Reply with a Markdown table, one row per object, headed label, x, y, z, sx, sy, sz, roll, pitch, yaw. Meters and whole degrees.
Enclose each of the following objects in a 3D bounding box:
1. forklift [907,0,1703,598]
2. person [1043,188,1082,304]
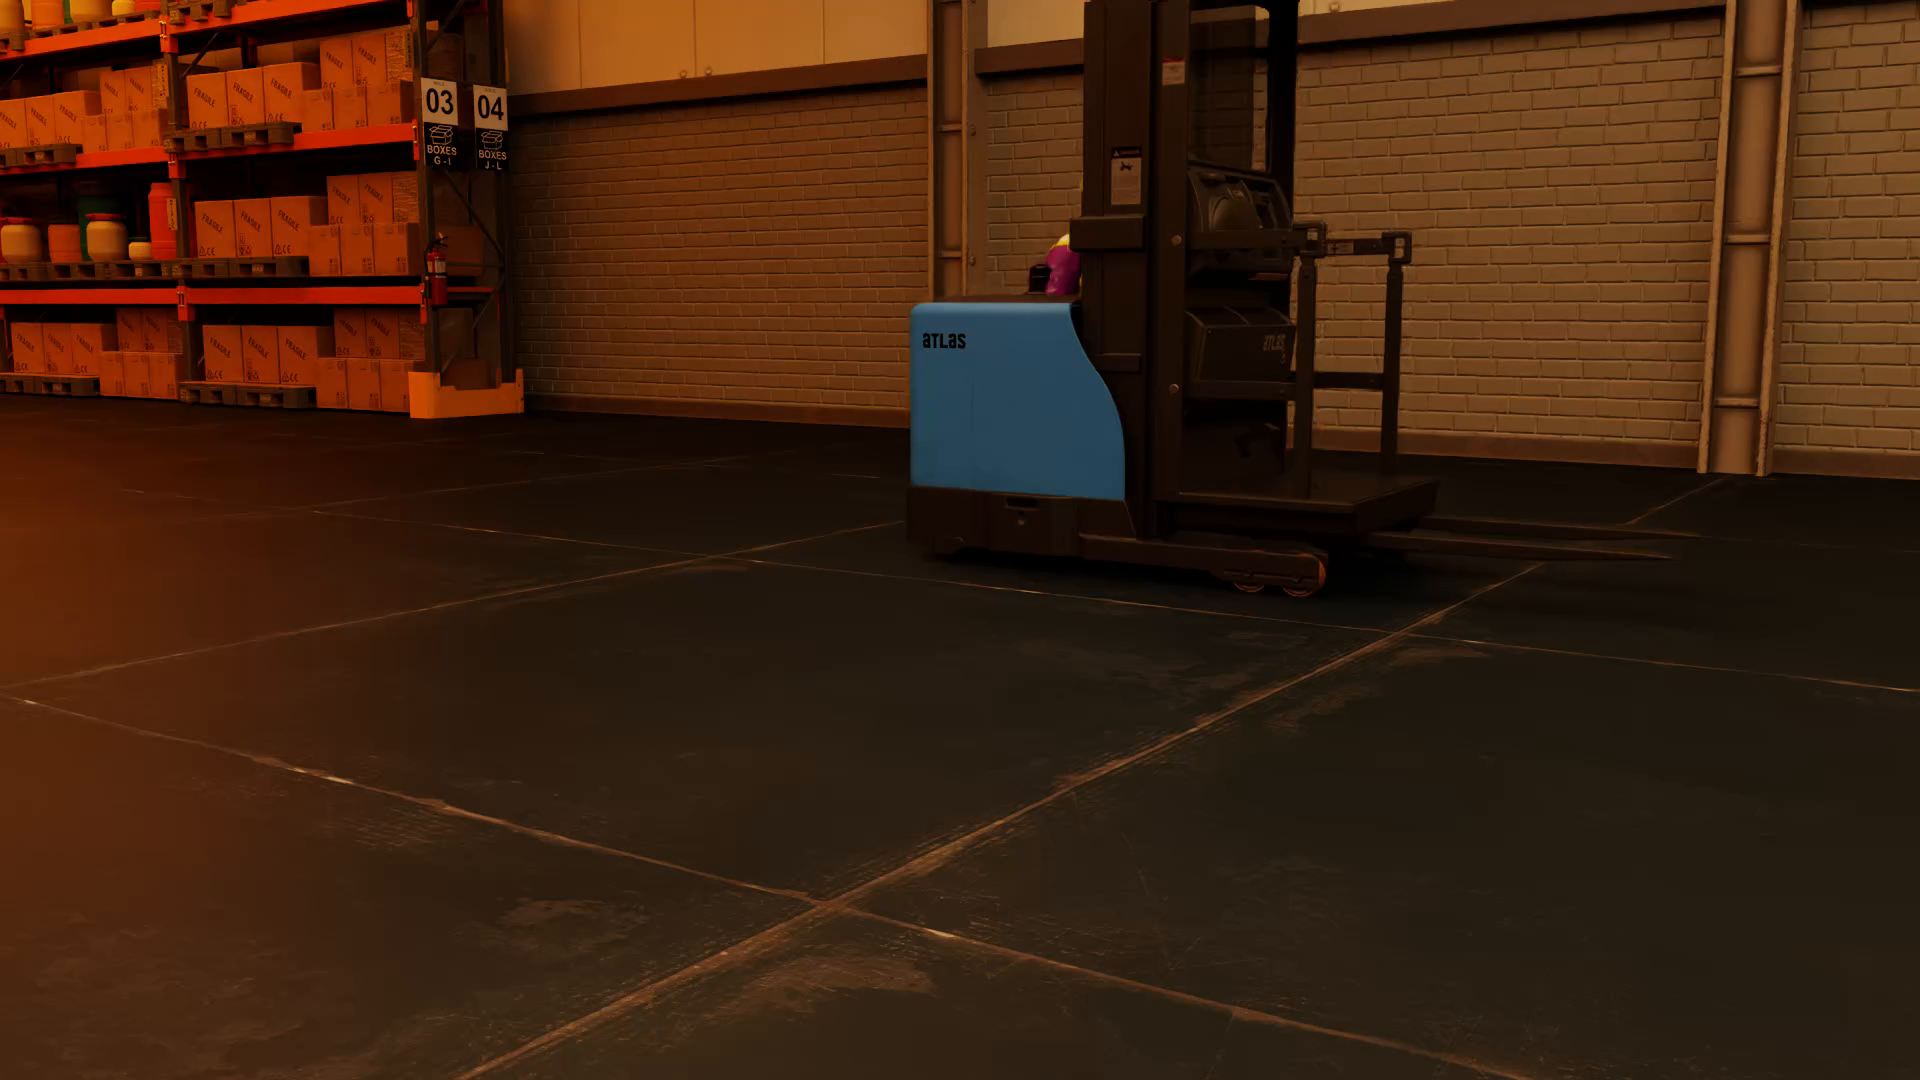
| label | x | y | z | sx | sy | sz | roll | pitch | yaw |
| --- | --- | --- | --- | --- | --- | --- | --- | --- | --- |
| forklift | 1.293 | -1.323 | 6.499 | 3.031 | 2.935 | 1.130 | 5 | 10 | 32 |
| person | 0.699 | -0.802 | 7.123 | 0.787 | 1.638 | 0.717 | -3 | 9 | -18 |
